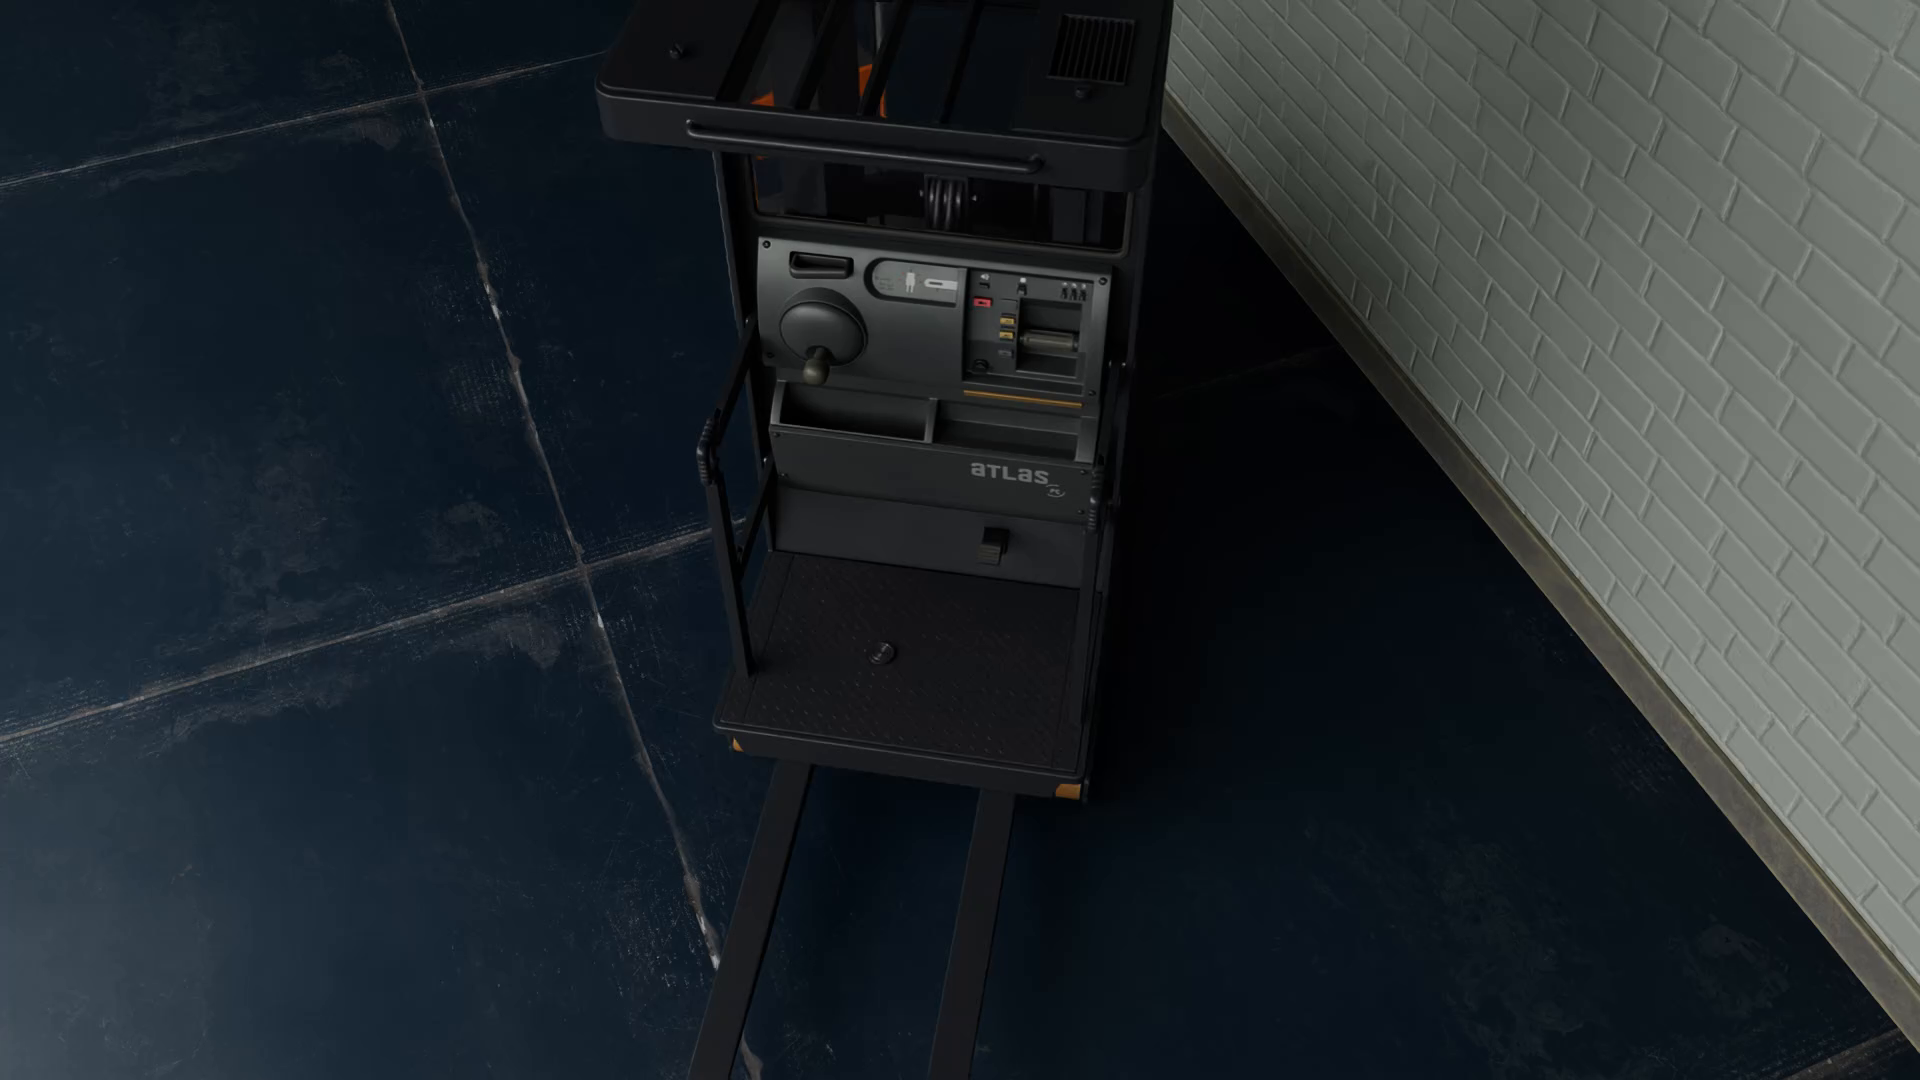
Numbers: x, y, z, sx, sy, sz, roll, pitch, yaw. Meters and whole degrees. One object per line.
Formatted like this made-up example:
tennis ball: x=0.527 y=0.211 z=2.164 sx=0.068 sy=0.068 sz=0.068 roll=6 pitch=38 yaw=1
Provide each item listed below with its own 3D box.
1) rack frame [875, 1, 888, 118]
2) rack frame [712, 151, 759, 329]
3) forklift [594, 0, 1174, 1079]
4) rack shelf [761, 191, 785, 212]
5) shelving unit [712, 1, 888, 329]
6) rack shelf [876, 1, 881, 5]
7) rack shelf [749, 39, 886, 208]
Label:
rack frame: x=-0.340 y=-1.556 z=5.702 sx=0.015 sy=2.100 sz=0.400 roll=-22 pitch=53 yaw=-18
rack frame: x=-0.773 y=-1.384 z=5.555 sx=0.015 sy=2.100 sz=0.400 roll=-22 pitch=53 yaw=-18
forklift: x=-0.108 y=-0.471 z=4.222 sx=1.130 sy=2.935 sz=3.031 roll=7 pitch=50 yaw=6
rack shelf: x=-0.556 y=-1.005 z=6.170 sx=0.480 sy=0.518 sz=0.431 roll=-22 pitch=53 yaw=-18
shelving unit: x=-0.556 y=-1.470 z=5.629 sx=0.503 sy=2.100 sz=0.431 roll=-22 pitch=53 yaw=-18
rack shelf: x=-0.556 y=-1.917 z=5.108 sx=0.480 sy=0.518 sz=0.431 roll=-22 pitch=53 yaw=-18
rack shelf: x=-0.556 y=-1.461 z=5.639 sx=0.480 sy=0.518 sz=0.431 roll=-22 pitch=53 yaw=-18
